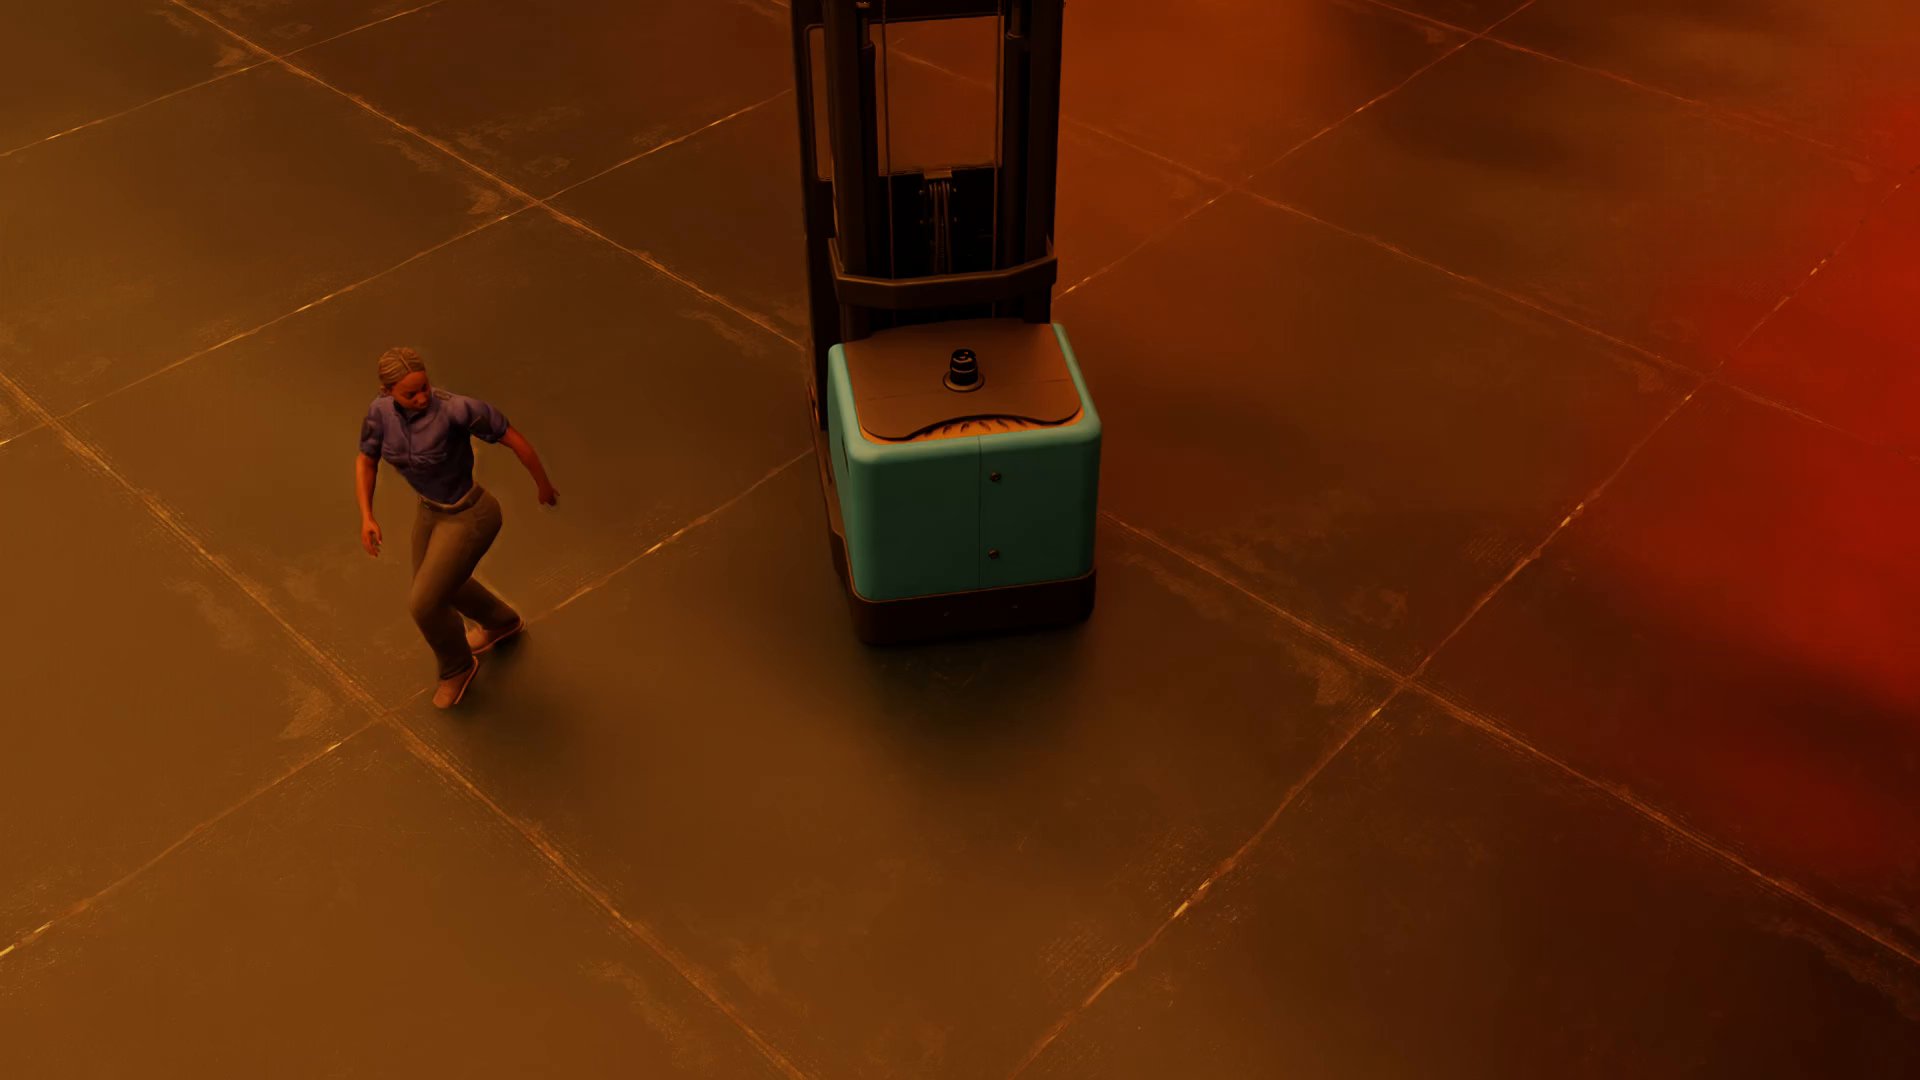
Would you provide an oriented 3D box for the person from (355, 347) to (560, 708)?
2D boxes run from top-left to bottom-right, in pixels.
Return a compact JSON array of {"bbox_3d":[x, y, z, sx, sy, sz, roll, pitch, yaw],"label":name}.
[{"bbox_3d":[-2.023,-0.078,6.595,0.542,1.658,0.744,29,49,30],"label":"person"}]

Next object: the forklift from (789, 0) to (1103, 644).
[{"bbox_3d":[-0.173,-1.635,7.335,1.130,2.935,3.031,-6,41,-7],"label":"forklift"}]
